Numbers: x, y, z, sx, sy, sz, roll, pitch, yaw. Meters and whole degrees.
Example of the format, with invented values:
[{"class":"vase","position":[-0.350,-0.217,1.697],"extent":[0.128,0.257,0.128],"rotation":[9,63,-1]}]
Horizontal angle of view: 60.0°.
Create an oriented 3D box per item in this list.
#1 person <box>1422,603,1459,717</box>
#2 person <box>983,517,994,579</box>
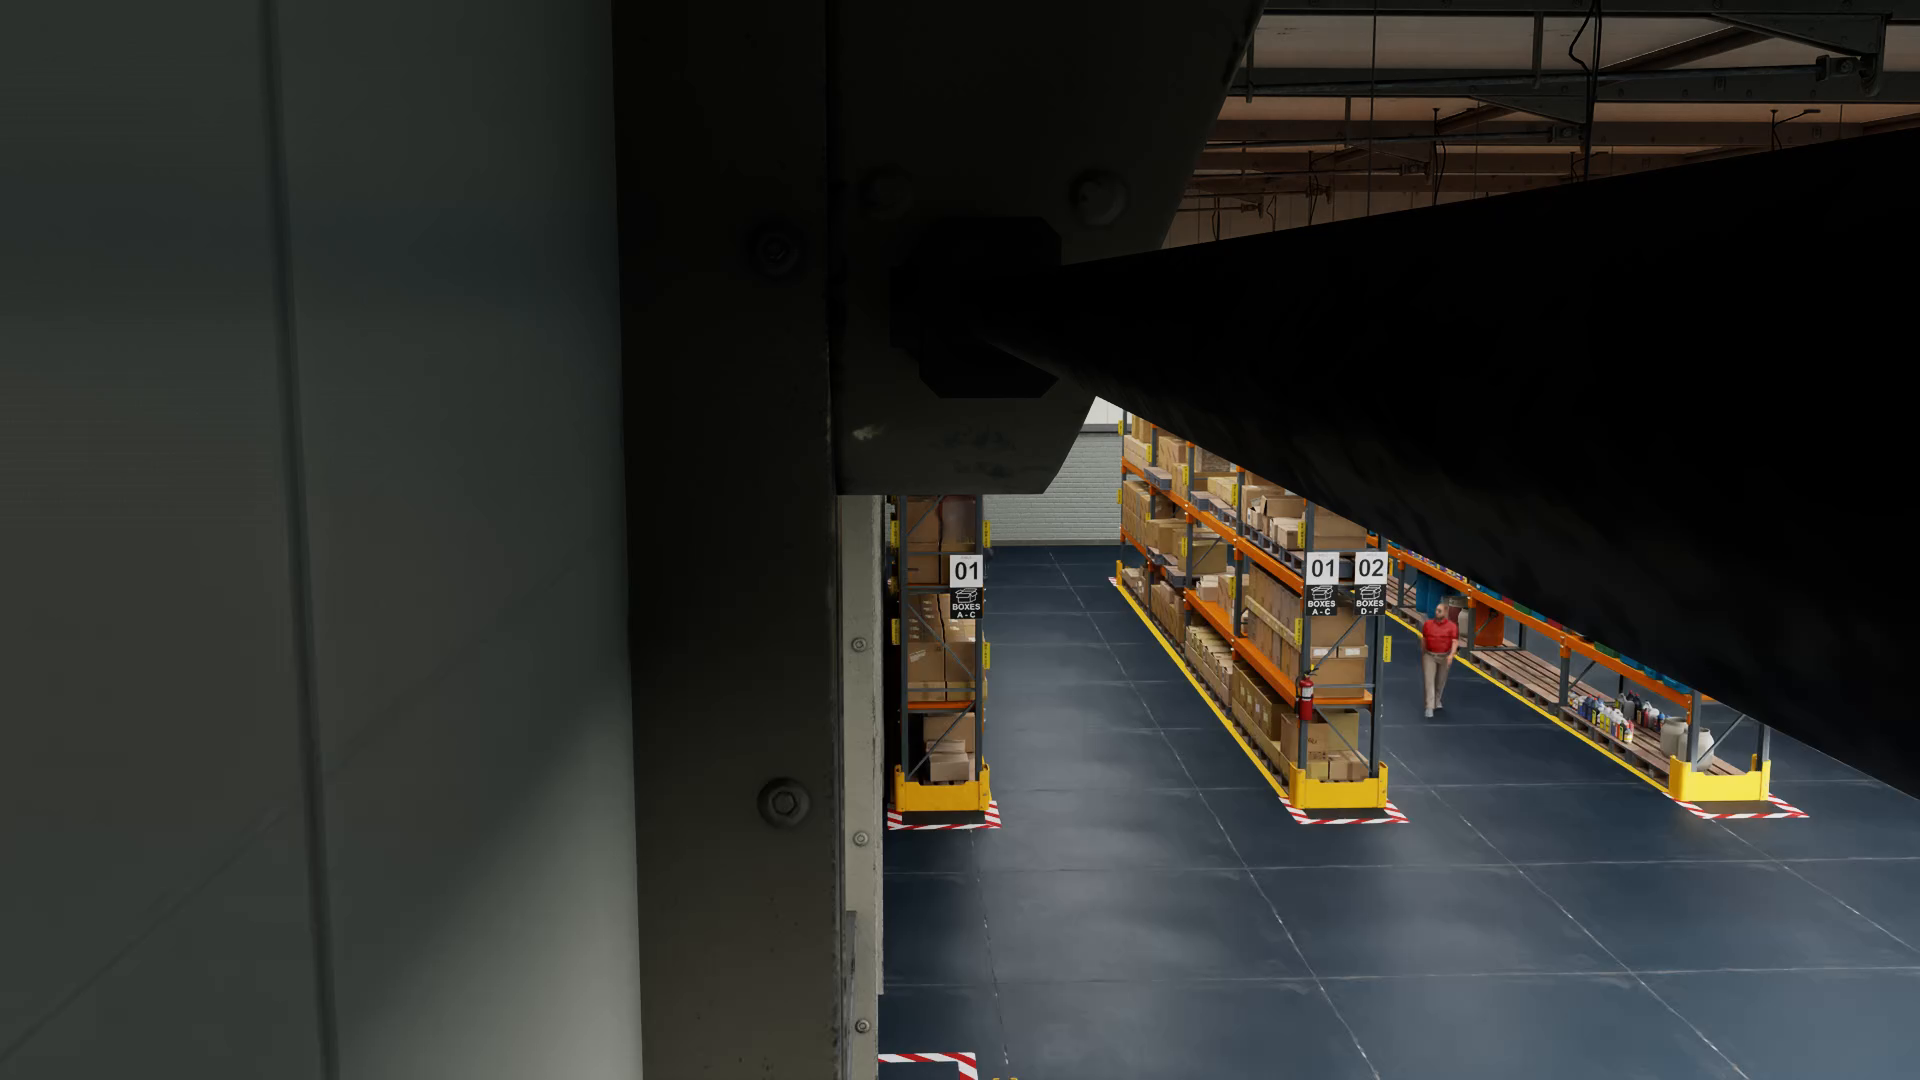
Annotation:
[{"class":"person","position":[7.245,1.790,25.083],"extent":[0.506,1.660,1.067],"rotation":[1,9,9]},{"class":"person","position":[0.495,0.066,36.919],"extent":[0.435,1.636,0.515],"rotation":[6,10,36]}]
